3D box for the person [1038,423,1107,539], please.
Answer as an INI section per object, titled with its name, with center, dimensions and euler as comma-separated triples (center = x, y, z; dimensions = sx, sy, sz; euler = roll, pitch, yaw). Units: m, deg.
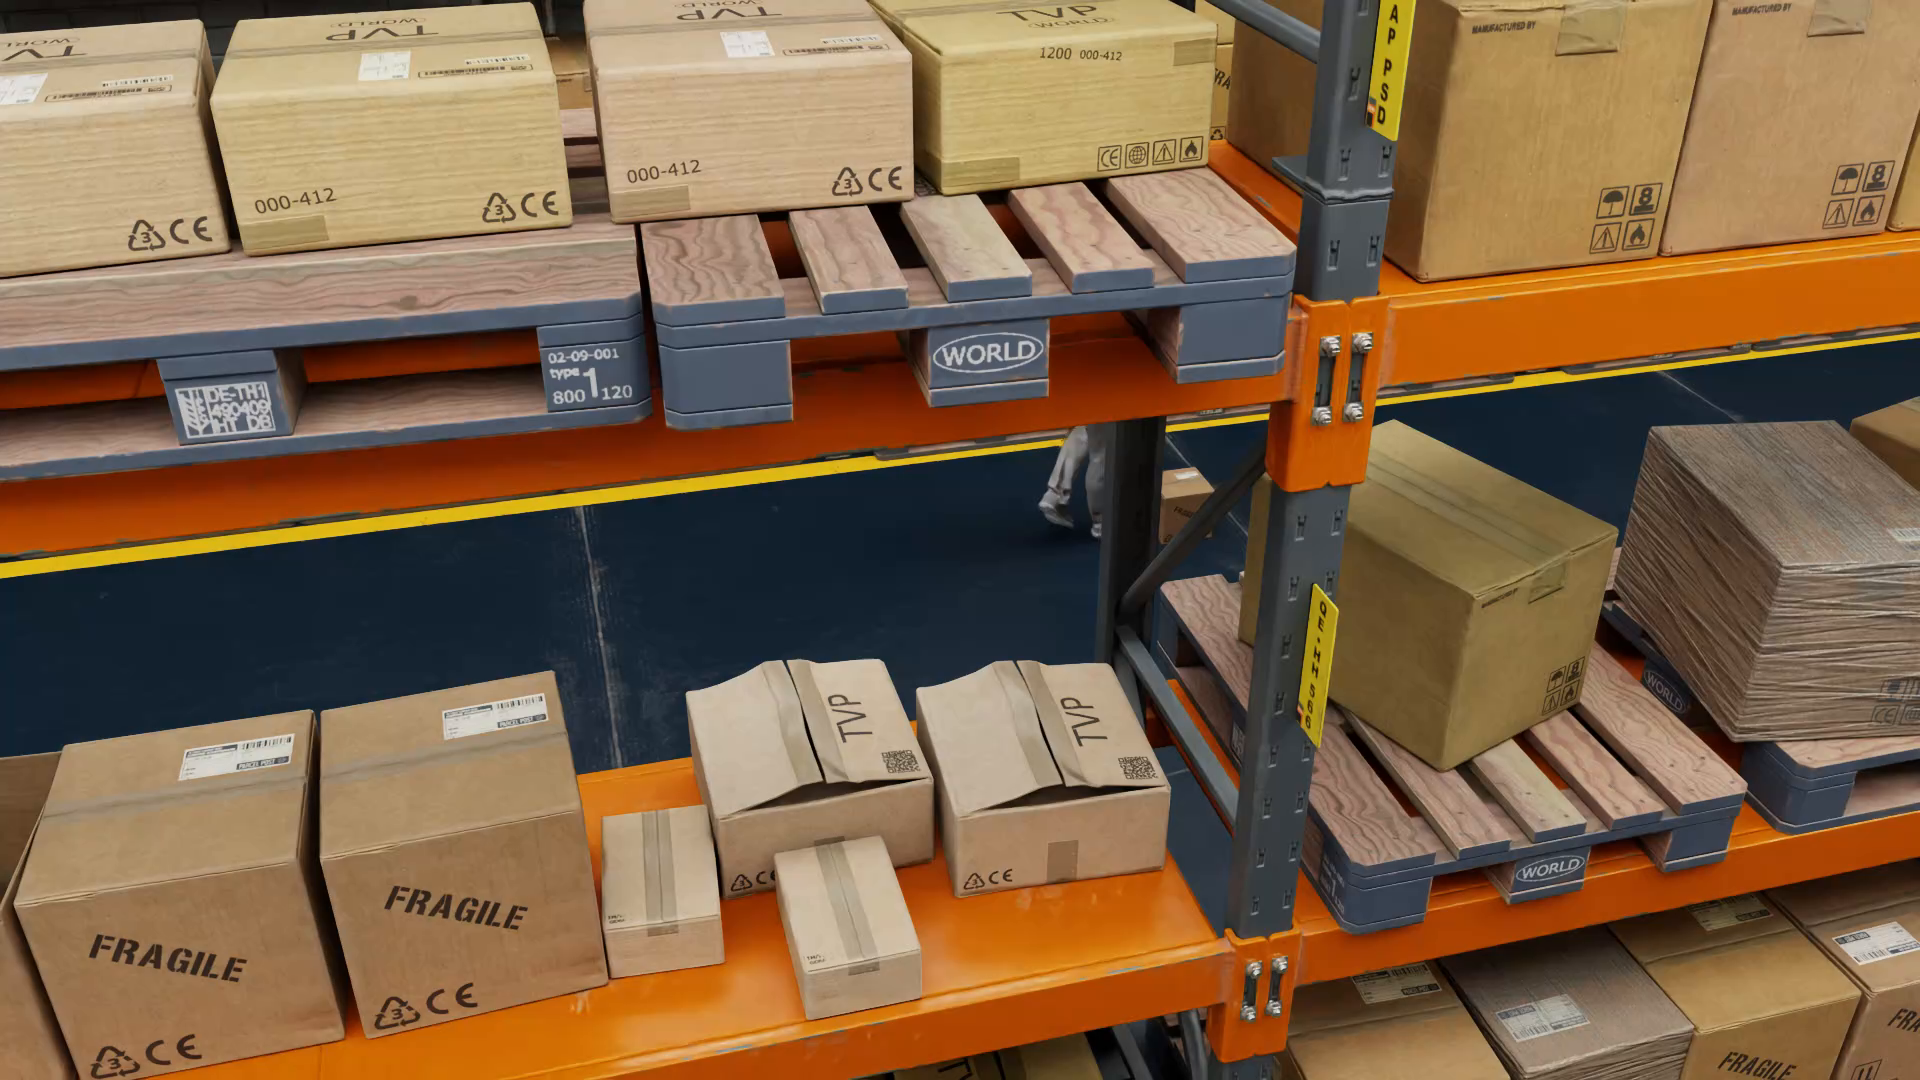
[person]
center = 0.640, -0.724, 7.349
dimensions = 0.518, 1.668, 0.558
euler = -14, 33, -22
